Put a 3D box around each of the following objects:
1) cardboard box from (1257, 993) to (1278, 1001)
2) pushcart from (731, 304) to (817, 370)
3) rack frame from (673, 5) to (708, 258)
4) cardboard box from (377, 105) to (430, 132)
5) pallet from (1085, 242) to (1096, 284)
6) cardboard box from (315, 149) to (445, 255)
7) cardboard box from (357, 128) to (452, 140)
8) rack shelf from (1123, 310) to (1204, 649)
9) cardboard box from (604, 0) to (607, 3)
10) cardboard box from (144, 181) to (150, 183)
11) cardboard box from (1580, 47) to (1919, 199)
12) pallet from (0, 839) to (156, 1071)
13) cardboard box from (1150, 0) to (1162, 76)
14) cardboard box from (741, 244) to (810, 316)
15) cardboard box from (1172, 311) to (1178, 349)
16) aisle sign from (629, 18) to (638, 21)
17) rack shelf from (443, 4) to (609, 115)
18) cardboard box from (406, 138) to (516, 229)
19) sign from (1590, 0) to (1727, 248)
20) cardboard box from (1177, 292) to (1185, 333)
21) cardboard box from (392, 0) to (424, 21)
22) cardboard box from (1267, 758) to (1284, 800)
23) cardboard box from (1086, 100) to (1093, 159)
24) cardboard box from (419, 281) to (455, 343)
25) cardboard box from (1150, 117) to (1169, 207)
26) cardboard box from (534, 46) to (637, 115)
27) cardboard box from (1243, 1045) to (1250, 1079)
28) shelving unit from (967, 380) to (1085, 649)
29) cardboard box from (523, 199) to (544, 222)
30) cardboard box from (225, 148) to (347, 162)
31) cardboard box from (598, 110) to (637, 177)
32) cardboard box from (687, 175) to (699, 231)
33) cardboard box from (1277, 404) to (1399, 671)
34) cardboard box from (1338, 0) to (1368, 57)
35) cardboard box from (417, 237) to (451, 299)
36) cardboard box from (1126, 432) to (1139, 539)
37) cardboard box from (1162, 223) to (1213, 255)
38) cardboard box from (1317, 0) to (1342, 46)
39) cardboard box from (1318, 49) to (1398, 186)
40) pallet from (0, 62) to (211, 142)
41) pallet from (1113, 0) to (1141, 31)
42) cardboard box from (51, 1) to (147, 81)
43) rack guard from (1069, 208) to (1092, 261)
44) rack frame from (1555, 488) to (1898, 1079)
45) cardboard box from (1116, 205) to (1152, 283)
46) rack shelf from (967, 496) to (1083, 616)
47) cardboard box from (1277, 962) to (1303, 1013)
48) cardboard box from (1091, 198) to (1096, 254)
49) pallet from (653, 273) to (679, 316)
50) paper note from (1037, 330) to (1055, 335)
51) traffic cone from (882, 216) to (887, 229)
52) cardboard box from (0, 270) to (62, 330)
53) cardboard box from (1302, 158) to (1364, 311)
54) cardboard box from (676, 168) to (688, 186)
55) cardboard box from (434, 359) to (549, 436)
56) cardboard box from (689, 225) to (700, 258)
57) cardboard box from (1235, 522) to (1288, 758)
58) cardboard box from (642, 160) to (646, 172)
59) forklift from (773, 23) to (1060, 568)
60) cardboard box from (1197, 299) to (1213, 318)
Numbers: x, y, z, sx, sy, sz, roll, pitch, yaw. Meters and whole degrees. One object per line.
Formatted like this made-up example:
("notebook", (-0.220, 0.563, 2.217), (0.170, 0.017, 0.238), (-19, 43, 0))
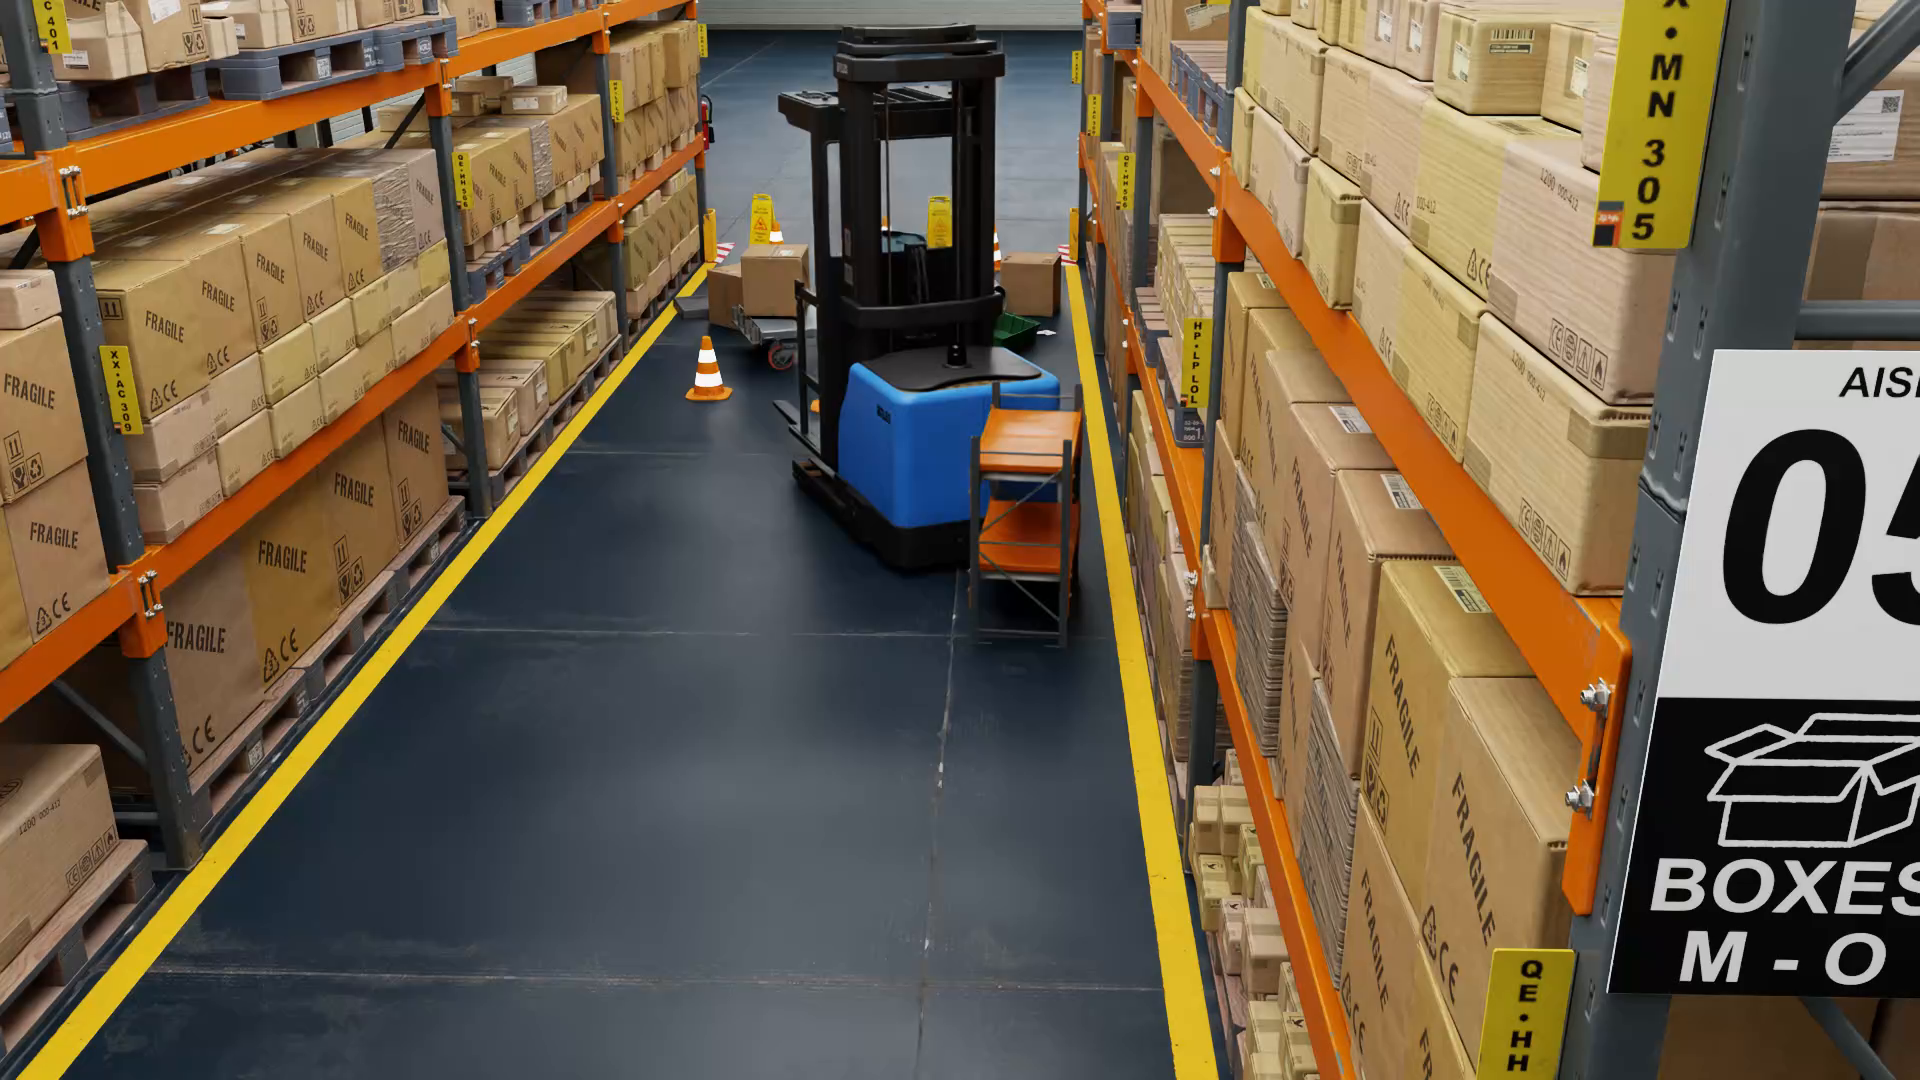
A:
("cardboard box", (1.130, 1.418, 5.178), (0.380, 0.149, 0.250), (2, 21, 4))
("pushcart", (-1.034, -1.763, 14.052), (1.648, 0.377, 0.936), (-7, 22, -17))
("rack frame", (-3.193, -4.439, 17.323), (1.000, 3.000, 0.127), (1, 21, 2))
("cardboard box", (-3.668, -2.825, 11.135), (0.380, 0.149, 0.250), (0, 21, -1))
("pallet", (1.812, -2.831, 17.034), (1.003, 0.211, 1.213), (1, 21, 2))
("cardboard box", (-3.191, -1.869, 9.180), (0.500, 0.500, 0.500), (0, 21, 0))
("cardboard box", (-3.681, -2.465, 11.104), (0.500, 0.500, 0.500), (-1, 21, -2))
("rack shelf", (1.454, -0.470, 8.088), (1.077, 0.370, 4.000), (1, 21, 2))
("cardboard box", (-3.057, -4.385, 13.385), (0.380, 0.149, 0.250), (0, 21, 1))
("cardboard box", (-7.866, -3.518, 16.787), (0.500, 0.250, 0.500), (1, 21, 3))
("cardboard box", (0.988, -0.507, 2.007), (0.380, 0.149, 0.250), (0, 21, 1))
("pallet", (-3.659, 1.474, 5.939), (1.003, 0.211, 1.213), (1, 21, 2))
("cardboard box", (1.223, -2.589, 8.270), (0.500, 0.500, 0.500), (1, 21, 2))
("cardboard box", (-1.535, -2.172, 13.888), (0.500, 0.500, 0.500), (1, 21, 2))
("cardboard box", (1.271, -1.059, 8.379), (0.380, 0.149, 0.250), (1, 21, 3))
("aisle sign", (-3.501, -5.677, 16.919), (0.394, 0.787, 0.004), (1, 21, 2))
("rack shelf", (-3.375, -3.333, 11.319), (1.077, 0.370, 4.000), (1, 21, 2))
("cardboard box", (-3.182, -2.276, 10.619), (0.500, 0.500, 0.500), (2, 21, 4))
("sign", (0.717, -0.461, 1.699), (0.100, 0.325, 0.005), (1, 21, 2))
("cardboard box", (1.261, -1.108, 8.093), (0.380, 0.149, 0.250), (0, 21, 1))
("cardboard box", (-3.297, -3.051, 8.875), (0.797, 0.503, 0.637), (-1, 21, -2))
("cardboard box", (1.066, 0.610, 4.657), (0.380, 0.149, 0.250), (2, 21, 4))
("cardboard box", (1.654, -3.956, 15.871), (0.875, 0.550, 0.550), (1, 21, 2))
("cardboard box", (-3.192, -1.291, 9.416), (0.500, 0.250, 0.500), (0, 21, 0))
("cardboard box", (1.552, -2.386, 10.512), (0.700, 0.500, 0.500), (0, 21, 1))
("cardboard box", (-3.085, -3.801, 13.746), (0.700, 0.500, 0.500), (0, 21, 1))
("cardboard box", (1.062, 1.649, 4.994), (0.380, 0.149, 0.250), (0, 21, 0))
("shelving unit", (0.364, -0.159, 8.884), (0.538, 1.125, 1.048), (3, 21, 6))
("cardboard box", (-3.143, -2.324, 11.640), (0.380, 0.149, 0.250), (1, 21, 3))
("cardboard box", (-3.696, -1.884, 9.216), (0.500, 0.500, 0.500), (0, 21, 0))
("cardboard box", (-3.023, -3.334, 13.926), (0.500, 0.500, 0.500), (1, 21, 1))
("cardboard box", (-2.957, -3.410, 16.855), (0.500, 0.500, 0.500), (1, 21, 2))
("cardboard box", (1.072, -0.018, 3.998), (0.500, 0.500, 0.500), (0, 21, 0))
("cardboard box", (1.059, -1.158, 3.684), (0.380, 0.149, 0.250), (0, 21, 0))
("cardboard box", (-3.197, -1.532, 9.346), (0.500, 0.250, 0.500), (1, 21, 1))
("cardboard box", (1.238, -0.306, 9.546), (0.500, 0.500, 0.500), (0, 21, -1))
("cardboard box", (1.301, -1.622, 9.008), (0.380, 0.149, 0.250), (0, 21, 0))
("cardboard box", (1.054, -1.252, 3.929), (0.380, 0.149, 0.250), (2, 21, 4))
("cardboard box", (1.091, -0.919, 3.621), (0.500, 0.250, 0.500), (0, 21, -1))
("pallet", (-3.579, -1.741, 6.488), (0.805, 0.209, 1.217), (0, 21, -1))
("pallet", (1.512, -3.477, 10.957), (1.003, 0.211, 1.213), (2, 21, 4))
("cardboard box", (-3.193, -1.809, 6.003), (0.396, 0.266, 0.258), (0, 21, 1))
("rack guard", (1.759, -3.264, 17.751), (1.175, 0.500, 0.348), (1, 21, 2))
("rack frame", (1.271, 1.364, 2.367), (1.000, 3.000, 0.127), (1, 21, 2))
("cardboard box", (1.276, -1.921, 10.696), (0.500, 0.500, 0.500), (1, 21, 2))
("rack shelf", (0.364, 0.069, 8.972), (0.538, 0.278, 1.000), (3, 21, 6))
("cardboard box", (1.149, 1.372, 4.884), (0.380, 0.149, 0.250), (0, 21, -1))
("cardboard box", (1.803, -3.380, 16.951), (0.875, 0.875, 0.875), (1, 21, 2))
("pallet", (-3.295, -2.378, 15.866), (1.003, 0.211, 1.213), (1, 21, 2))
("paper note", (0.752, -1.844, 14.738), (0.147, 0.020, 0.142), (-16, 26, -35))
("traffic cone", (-0.797, -3.197, 17.630), (0.336, 0.463, 0.334), (1, 21, 2))
("cardboard box", (-3.249, -0.801, 5.528), (0.380, 0.149, 0.250), (0, 21, 1))
("cardboard box", (1.054, -0.688, 3.716), (0.500, 0.250, 0.500), (2, 21, 4))
("cardboard box", (-2.901, -3.579, 16.393), (0.380, 0.149, 0.250), (1, 21, 3))
("cardboard box", (-3.395, -0.988, 11.481), (0.950, 0.372, 0.625), (0, 21, 1))
("cardboard box", (-2.949, -3.049, 16.961), (0.500, 0.250, 0.500), (1, 21, 1))
("cardboard box", (1.067, 0.269, 4.638), (0.500, 0.500, 0.500), (0, 21, 0))
("cardboard box", (-3.032, -3.360, 14.889), (0.380, 0.149, 0.250), (1, 21, 1))
("forklift", (-0.452, -1.708, 10.379), (1.130, 2.935, 3.031), (-9, 23, -21))
("cardboard box", (1.246, -0.960, 7.301), (0.380, 0.149, 0.250), (0, 21, 0))
